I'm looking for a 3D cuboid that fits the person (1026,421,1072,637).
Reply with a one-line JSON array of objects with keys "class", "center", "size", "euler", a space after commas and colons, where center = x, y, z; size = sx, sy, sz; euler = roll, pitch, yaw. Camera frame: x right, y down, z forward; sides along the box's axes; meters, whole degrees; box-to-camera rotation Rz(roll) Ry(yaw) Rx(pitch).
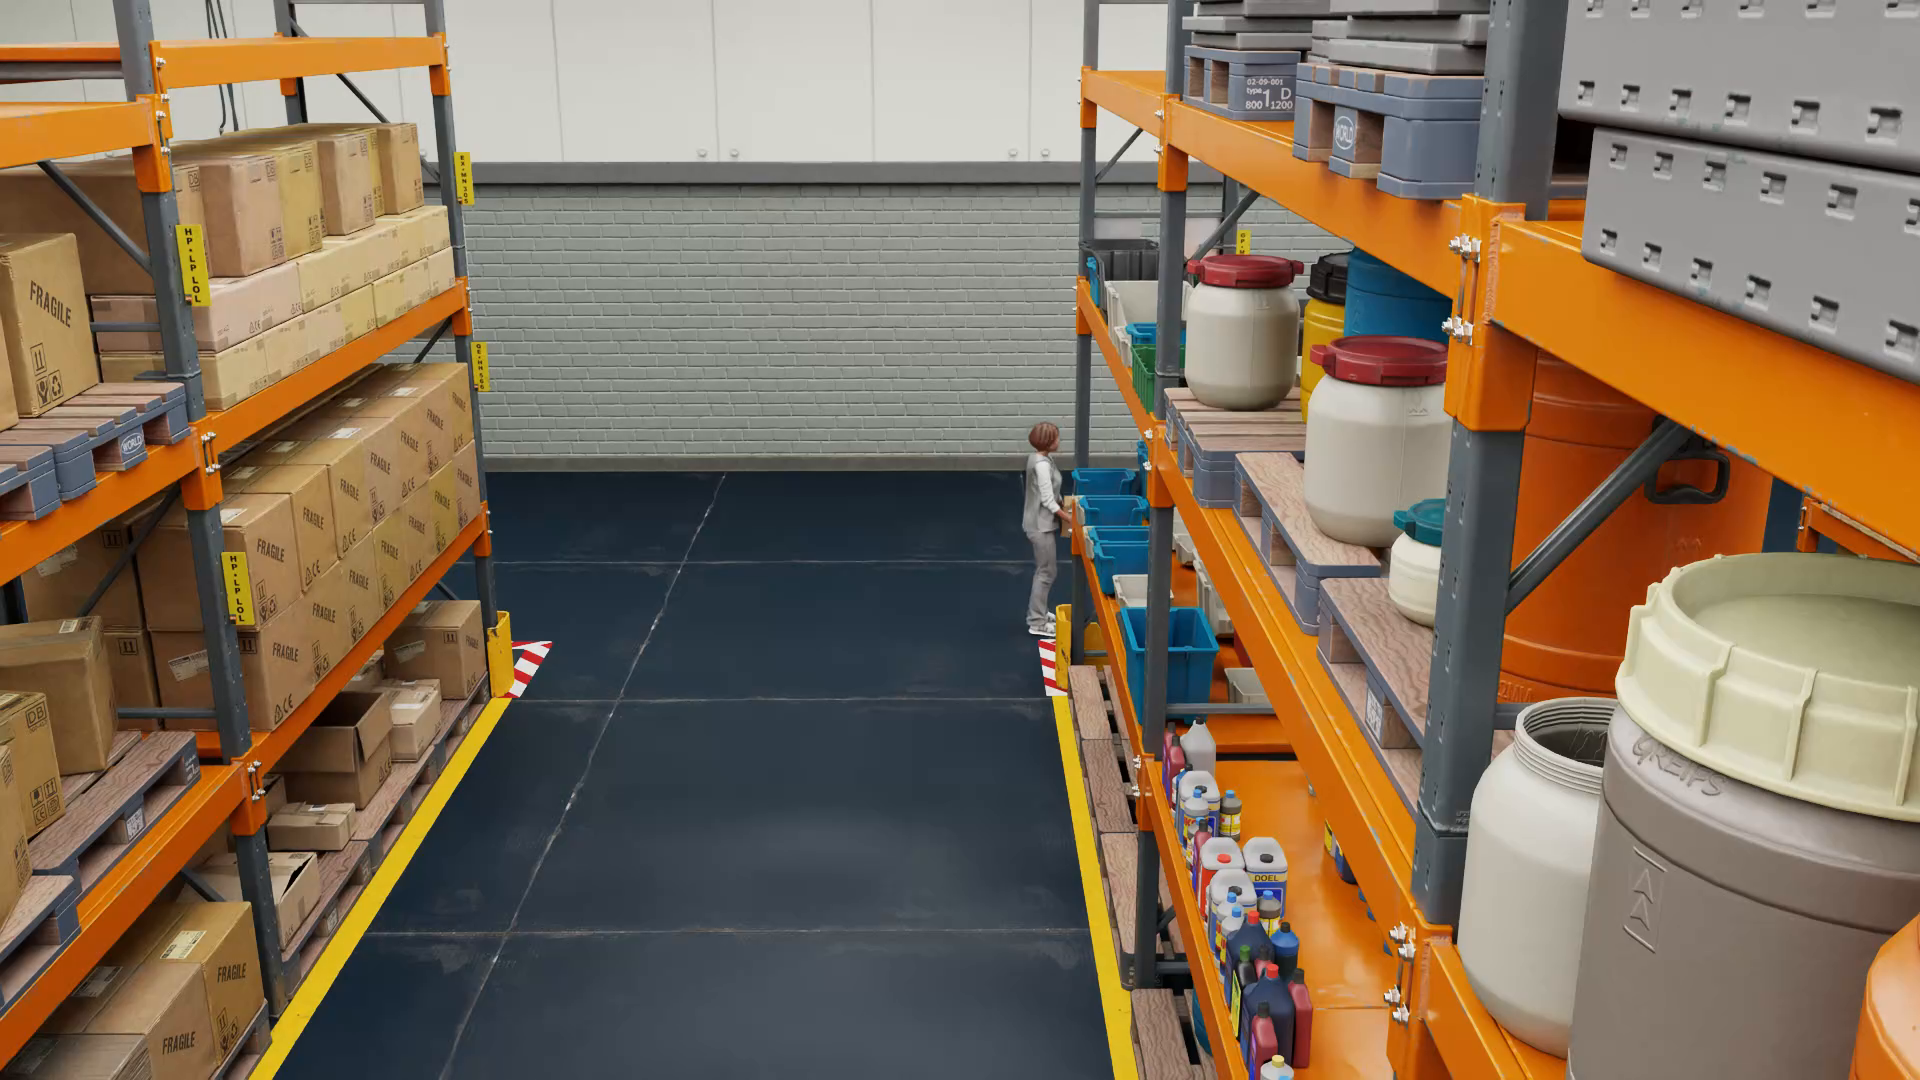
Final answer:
[{"class": "person", "center": [0.700, -0.093, 12.344], "size": [0.423, 1.603, 0.414], "euler": [1, 17, 3]}]
